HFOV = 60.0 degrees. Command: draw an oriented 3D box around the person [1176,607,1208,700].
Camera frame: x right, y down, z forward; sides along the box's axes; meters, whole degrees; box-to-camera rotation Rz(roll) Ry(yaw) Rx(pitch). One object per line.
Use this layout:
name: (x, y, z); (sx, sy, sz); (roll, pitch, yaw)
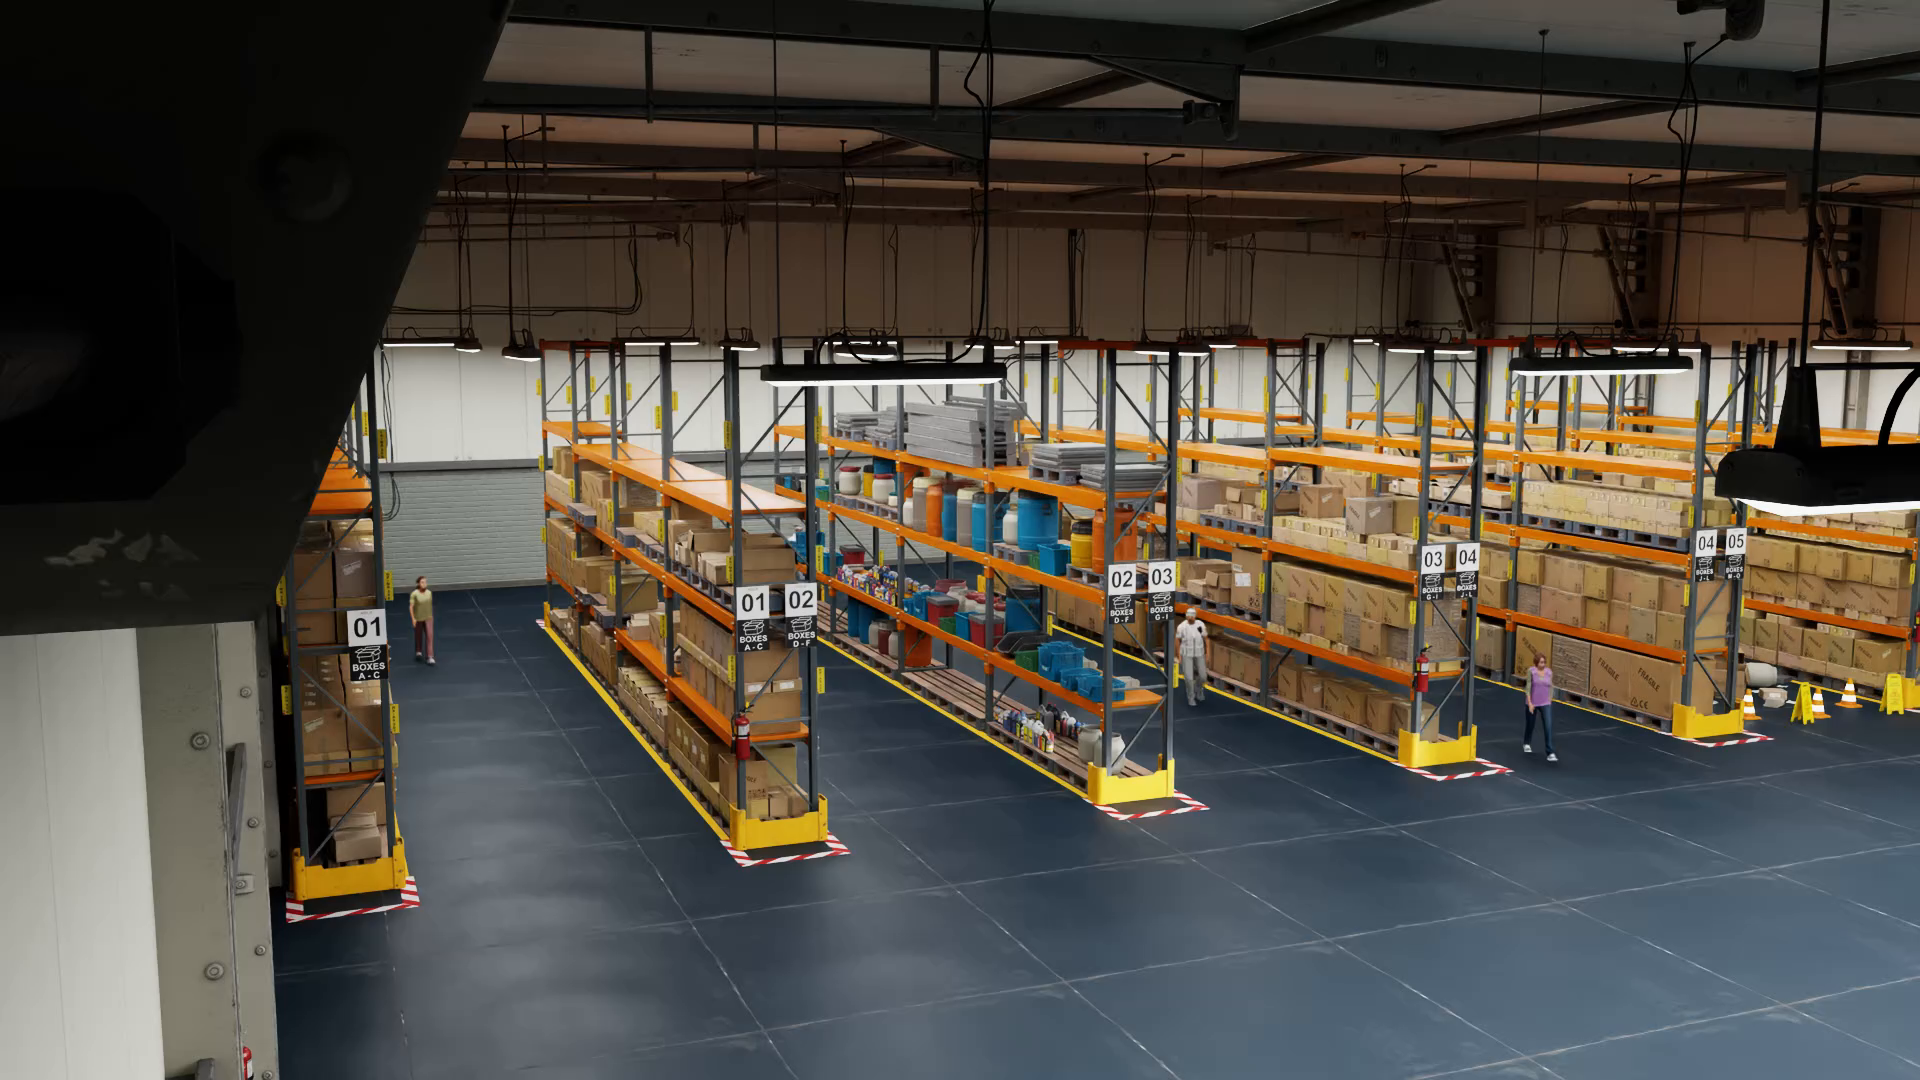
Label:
person: (3.868, 1.887, 27.737); (0.529, 1.570, 0.507); (0, 7, -2)

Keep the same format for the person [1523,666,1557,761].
person: (8.483, 2.514, 24.276); (0.420, 1.336, 0.831); (2, 8, 12)

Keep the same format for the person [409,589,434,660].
person: (-10.110, 1.567, 31.205); (0.432, 1.303, 0.935); (-4, 8, -25)

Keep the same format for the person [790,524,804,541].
person: (-3.780, 0.019, 39.145); (0.320, 0.816, 0.434); (6, 10, 40)
